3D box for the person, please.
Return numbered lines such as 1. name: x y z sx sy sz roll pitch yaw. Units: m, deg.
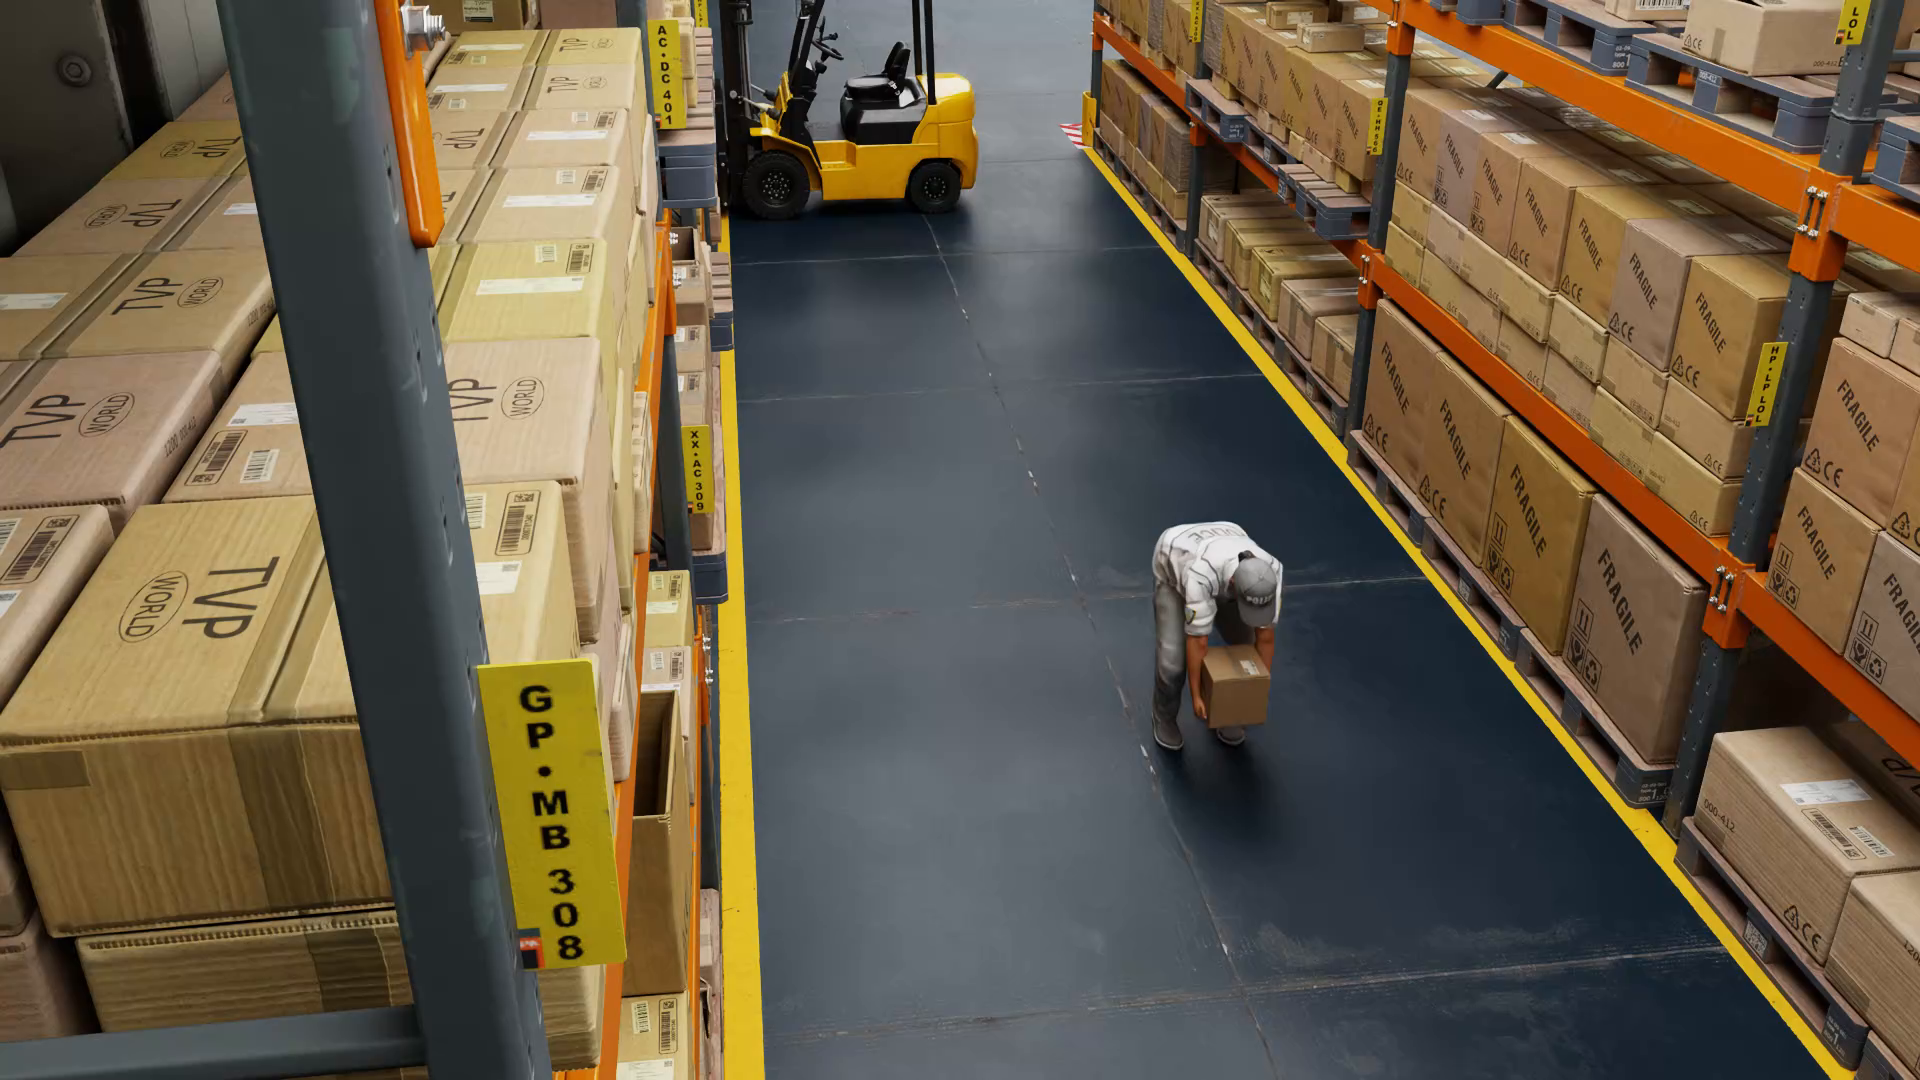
1. person: 1.125 0.448 7.289 0.488 1.175 0.917 -5 28 -9
